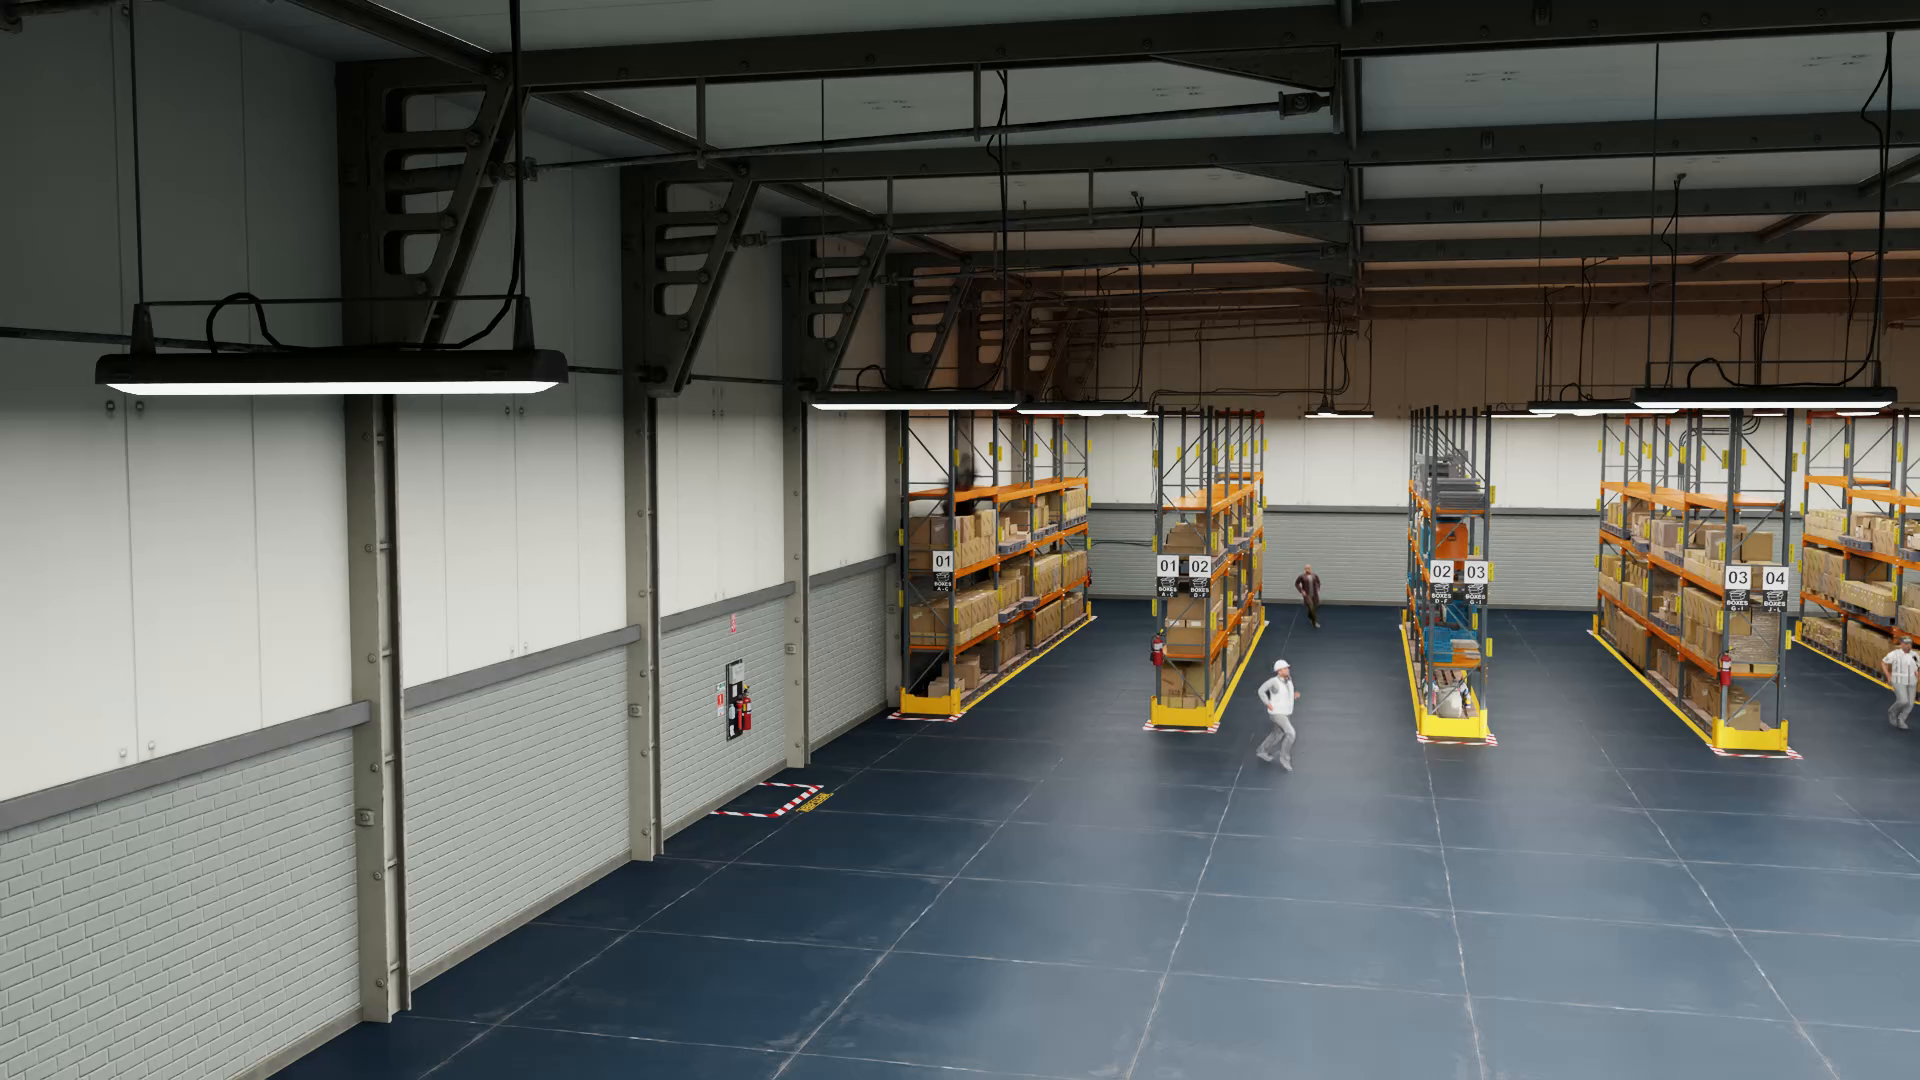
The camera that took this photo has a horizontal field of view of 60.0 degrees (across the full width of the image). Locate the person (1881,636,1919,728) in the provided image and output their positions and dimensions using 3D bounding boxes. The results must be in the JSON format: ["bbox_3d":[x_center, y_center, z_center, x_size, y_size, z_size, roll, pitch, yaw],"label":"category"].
[{"bbox_3d":[17.510,2.636,30.798,0.651,1.740,0.602,0,4,3],"label":"person"}]

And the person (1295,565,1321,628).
[{"bbox_3d":[9.655,1.547,46.042,0.725,1.738,0.871,-1,4,-9],"label":"person"}]

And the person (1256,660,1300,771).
[{"bbox_3d":[5.262,2.884,27.515,0.795,1.820,0.635,3,5,40],"label":"person"}]
